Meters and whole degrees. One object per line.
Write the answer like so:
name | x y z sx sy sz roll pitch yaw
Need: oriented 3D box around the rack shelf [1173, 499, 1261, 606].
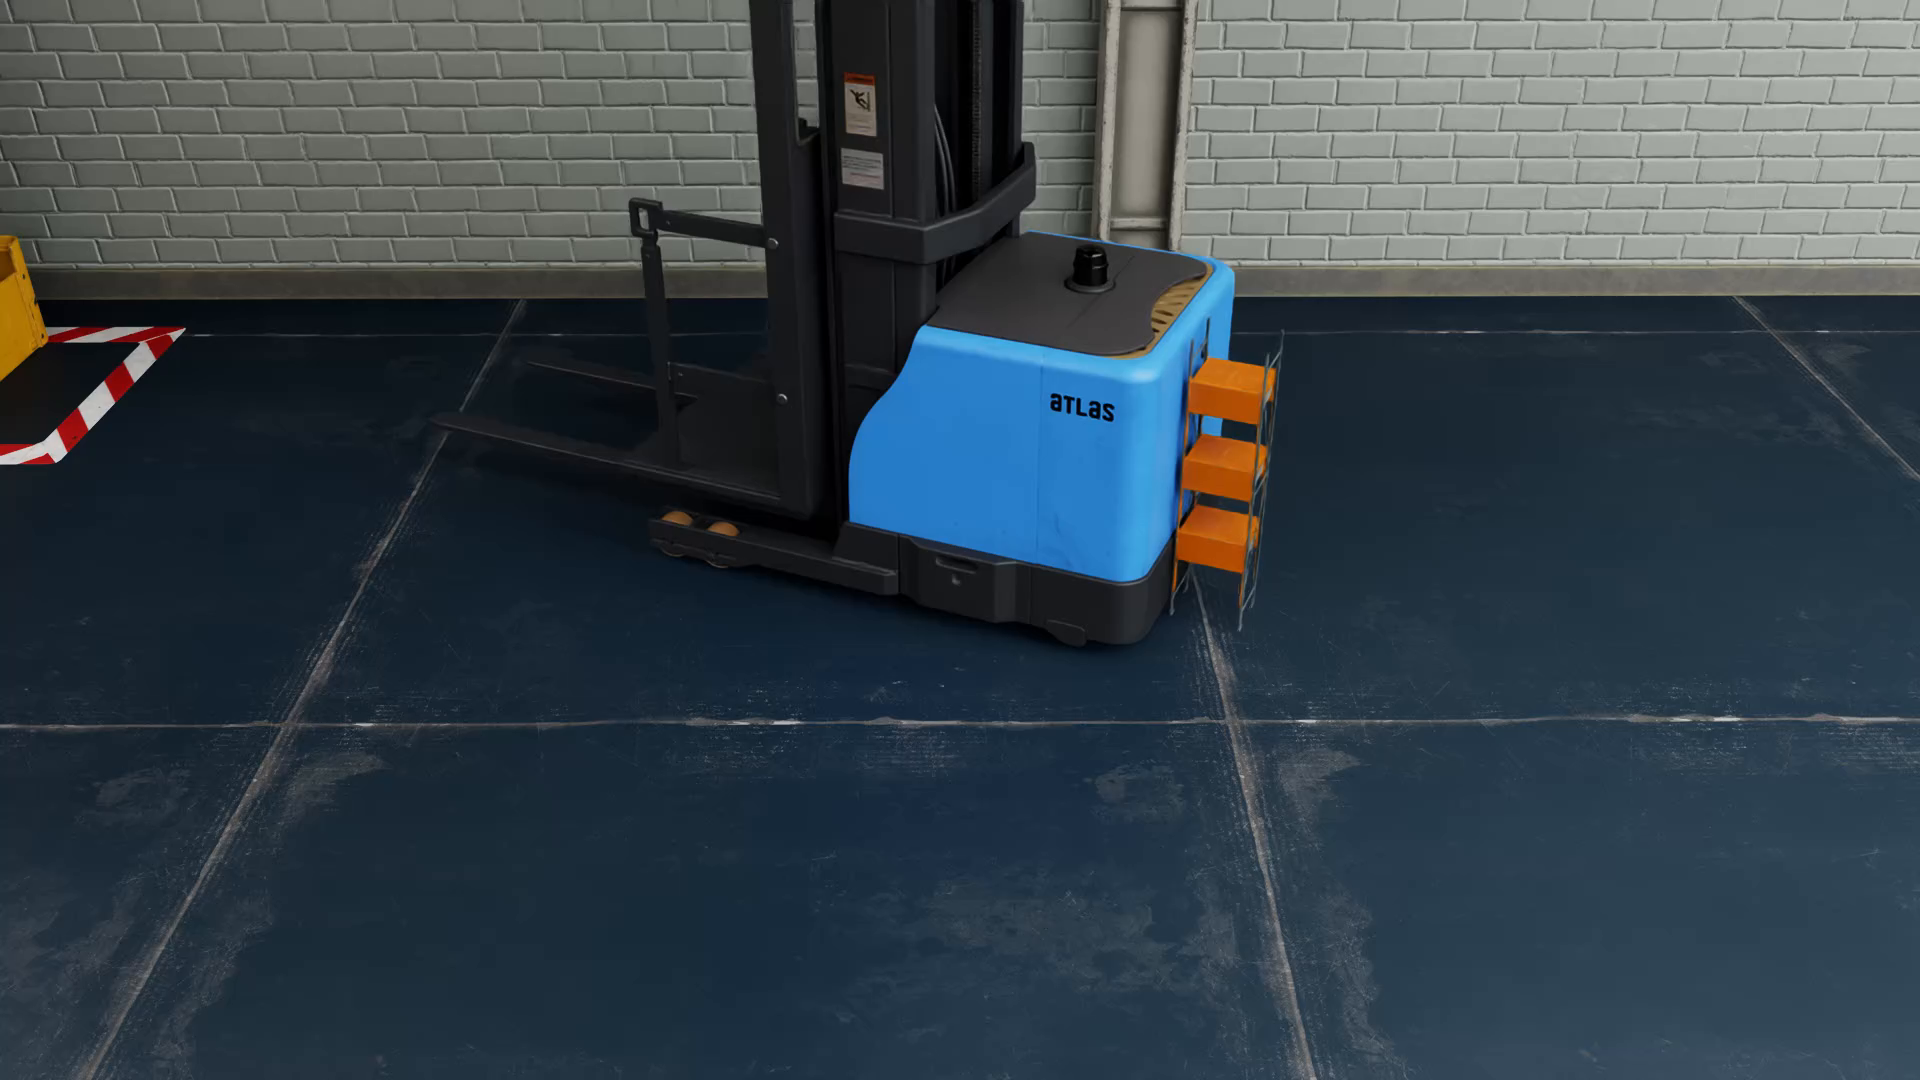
rack shelf | 0.886 0.042 5.724 0.240 0.259 0.215 13 33 20

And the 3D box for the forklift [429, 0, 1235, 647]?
forklift | -0.594 -1.387 5.710 3.031 2.935 1.130 13 33 20

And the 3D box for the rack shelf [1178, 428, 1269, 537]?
rack shelf | 0.886 -0.195 5.580 0.240 0.259 0.215 13 33 20

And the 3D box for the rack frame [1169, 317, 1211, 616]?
rack frame | 0.774 -0.230 5.616 0.008 1.050 0.200 13 33 20

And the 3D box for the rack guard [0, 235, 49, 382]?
rack guard | -4.437 -0.871 7.203 0.348 0.500 1.175 0 31 0

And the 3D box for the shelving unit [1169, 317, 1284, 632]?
shelving unit | 0.886 -0.204 5.575 0.252 1.050 0.215 13 33 20

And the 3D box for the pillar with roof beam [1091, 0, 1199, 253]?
pillar with roof beam | 0.863 -2.755 2.116 0.400 9.000 9.100 0 31 0

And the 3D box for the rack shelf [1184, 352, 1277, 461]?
rack shelf | 0.886 -0.438 5.433 0.240 0.259 0.215 13 33 20

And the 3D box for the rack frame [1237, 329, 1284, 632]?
rack frame | 0.998 -0.179 5.533 0.008 1.050 0.200 13 33 20
